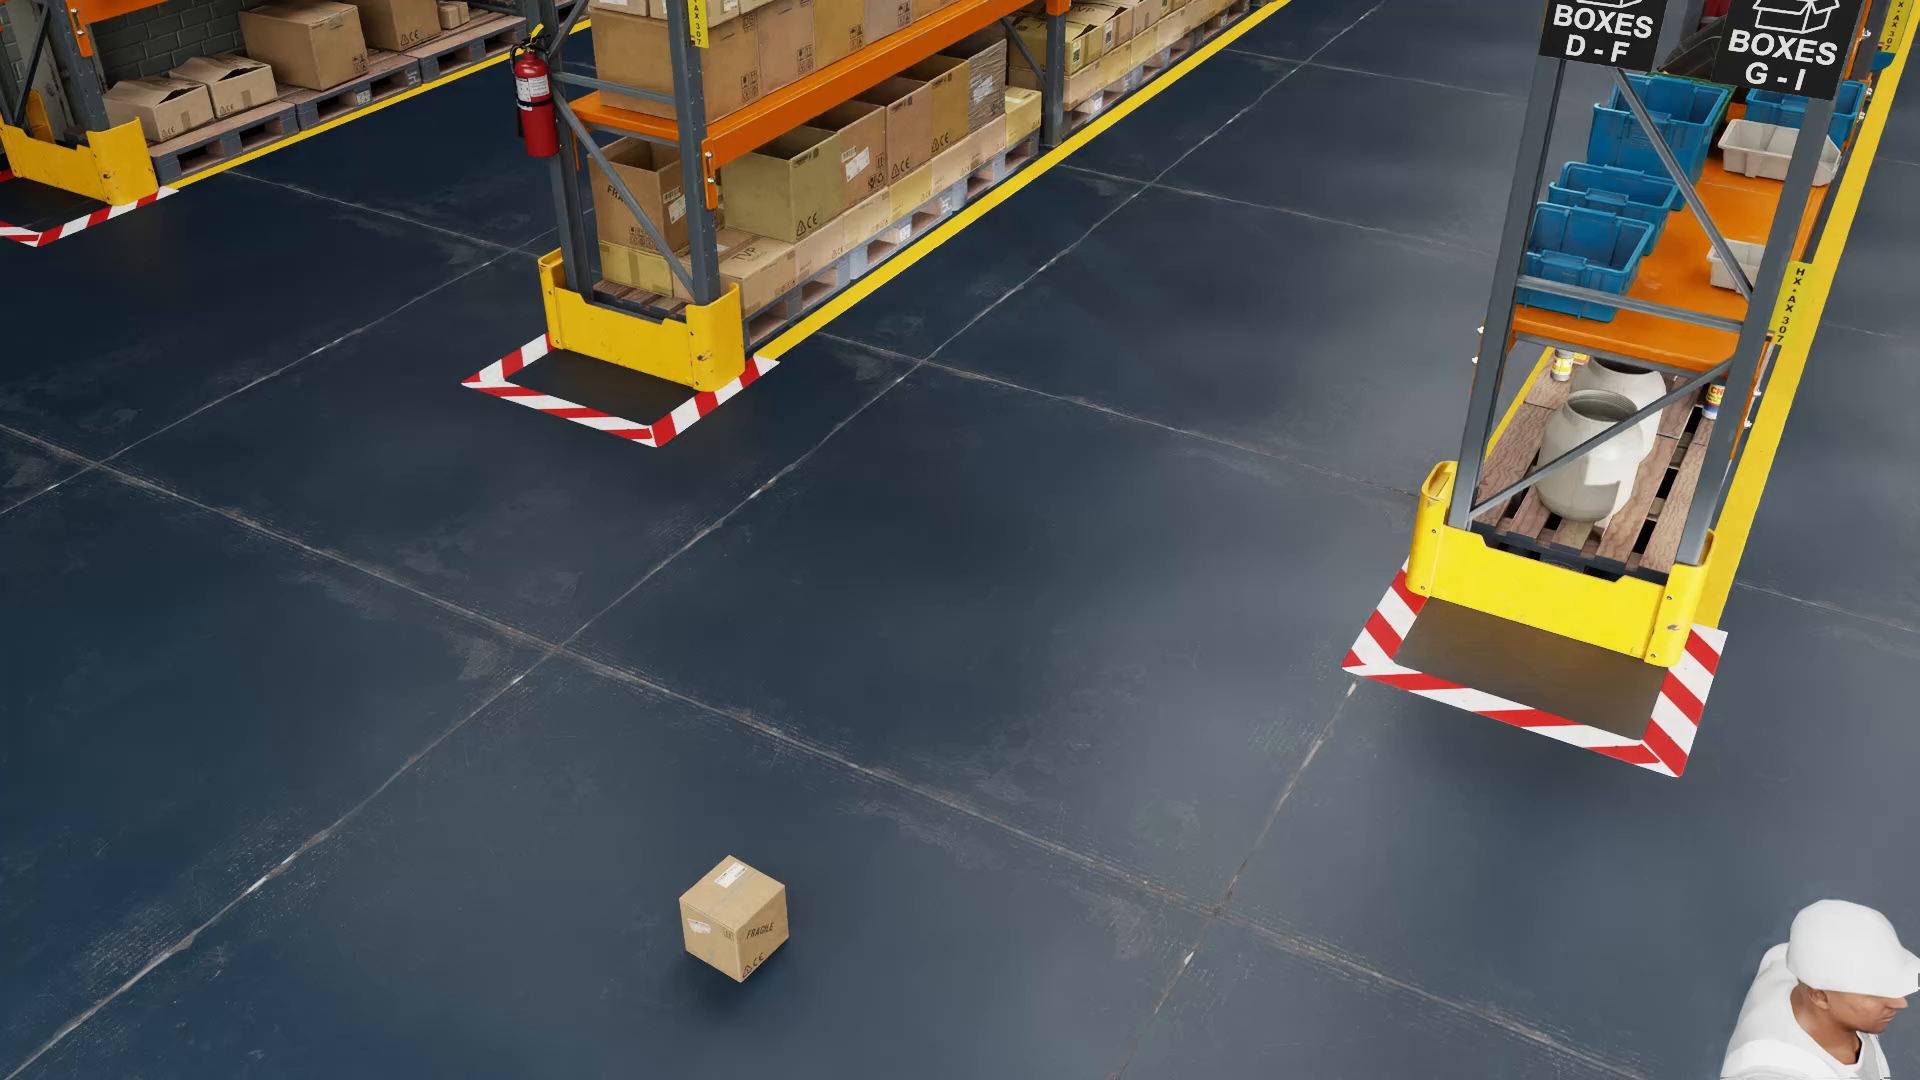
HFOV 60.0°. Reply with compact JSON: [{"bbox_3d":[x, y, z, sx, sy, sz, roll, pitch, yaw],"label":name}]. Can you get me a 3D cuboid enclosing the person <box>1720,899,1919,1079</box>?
[{"bbox_3d":[1.889,1.536,3.837,1.054,1.740,0.604,26,41,33],"label":"person"}]
